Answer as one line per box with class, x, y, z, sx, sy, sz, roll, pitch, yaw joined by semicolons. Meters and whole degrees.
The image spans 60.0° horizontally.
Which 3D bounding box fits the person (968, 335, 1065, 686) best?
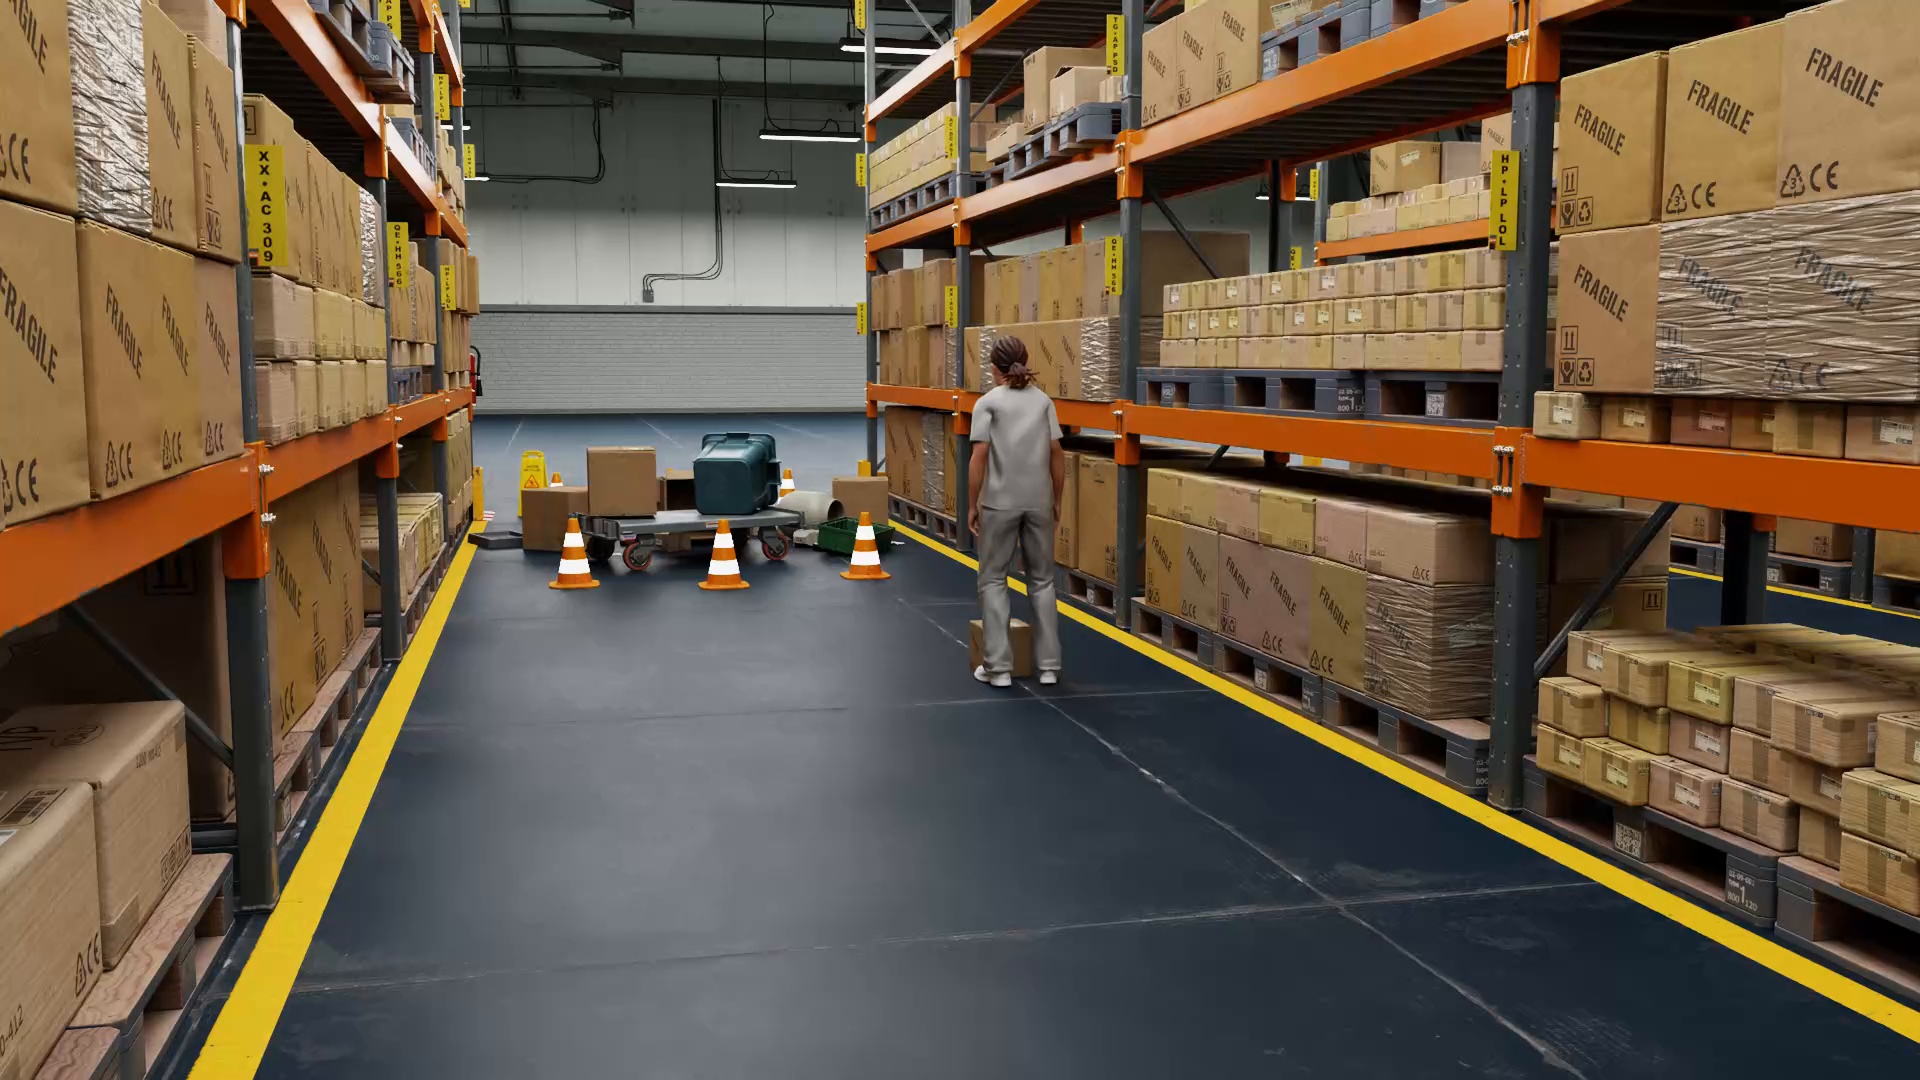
person;0.268;-0.142;7.957;0.498;1.671;0.363;-2;6;-16
